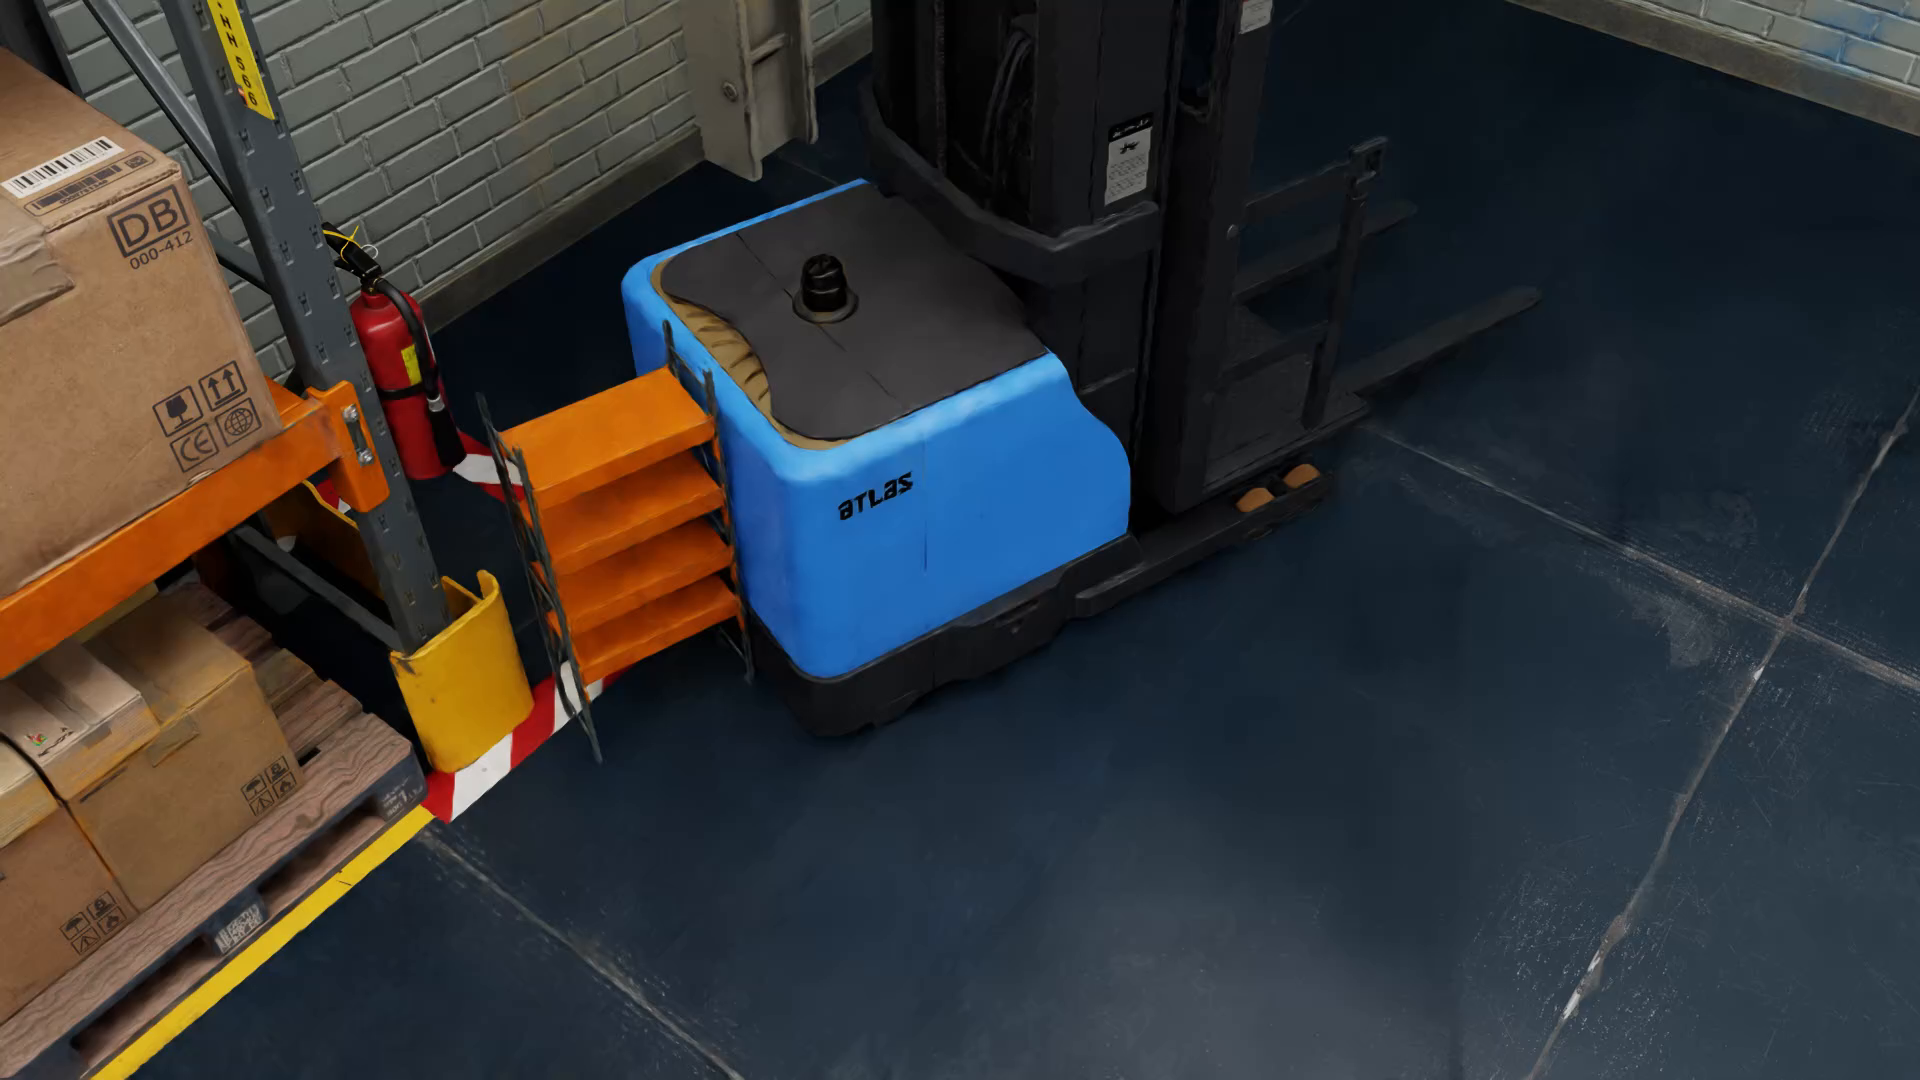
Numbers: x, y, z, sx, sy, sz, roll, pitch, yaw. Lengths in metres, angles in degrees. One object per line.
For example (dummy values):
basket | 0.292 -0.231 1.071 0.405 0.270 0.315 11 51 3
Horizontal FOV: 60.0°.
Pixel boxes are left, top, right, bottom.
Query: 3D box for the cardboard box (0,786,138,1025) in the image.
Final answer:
cardboard box | -2.439 0.739 3.908 0.700 0.500 0.500 29 53 25

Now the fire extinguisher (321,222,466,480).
fire extinguisher | -1.327 -0.437 3.905 0.296 0.674 0.183 29 53 25

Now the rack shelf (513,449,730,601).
rack shelf | -0.868 -0.069 4.269 0.480 0.148 0.258 -26 52 -22

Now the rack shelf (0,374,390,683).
rack shelf | -3.007 0.682 3.021 1.077 0.370 4.000 29 53 25

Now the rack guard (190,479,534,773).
rack guard | -1.769 0.139 4.771 1.175 0.500 0.348 29 53 25

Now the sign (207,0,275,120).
sign | -1.363 -0.944 3.113 0.100 0.325 0.005 29 53 25

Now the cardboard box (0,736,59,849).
cardboard box | -2.223 0.529 3.660 0.380 0.149 0.250 31 54 26

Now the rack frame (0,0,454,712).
rack frame | -1.784 -0.710 3.854 1.000 3.000 0.127 29 53 25

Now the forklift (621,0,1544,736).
forklift | 0.581 -1.307 4.472 3.031 2.935 1.130 -26 51 -22

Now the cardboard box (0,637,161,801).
cardboard box | -2.067 0.383 3.800 0.380 0.149 0.250 29 53 25

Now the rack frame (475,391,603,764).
rack frame | -1.072 0.137 4.289 0.015 1.200 0.240 -26 52 -22

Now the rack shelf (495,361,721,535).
rack shelf | -0.868 -0.232 4.098 0.480 0.148 0.258 -26 52 -22

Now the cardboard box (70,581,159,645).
cardboard box | -2.215 0.069 4.100 0.380 0.149 0.250 30 53 25

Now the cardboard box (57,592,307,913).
cardboard box | -2.133 0.453 4.181 0.700 0.500 0.500 29 53 25

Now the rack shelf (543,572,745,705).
rack shelf | -0.868 0.223 4.575 0.480 0.148 0.258 -26 52 -22

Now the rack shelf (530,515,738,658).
rack shelf | -0.868 0.086 4.431 0.480 0.148 0.258 -26 52 -22

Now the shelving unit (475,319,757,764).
shelving unit | -0.868 0.039 4.382 0.503 1.200 0.258 -26 52 -22

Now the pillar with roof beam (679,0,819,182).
pillar with roof beam | 2.589 -2.807 1.708 9.100 9.000 0.400 29 53 25

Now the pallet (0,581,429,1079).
pallet | -2.211 0.745 4.393 1.003 0.211 1.213 29 53 25

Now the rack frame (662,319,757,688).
rack frame | -0.665 -0.058 4.476 0.015 1.200 0.240 -26 52 -22

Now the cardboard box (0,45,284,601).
cardboard box | -2.088 -0.518 3.463 0.980 0.700 0.700 32 54 27
